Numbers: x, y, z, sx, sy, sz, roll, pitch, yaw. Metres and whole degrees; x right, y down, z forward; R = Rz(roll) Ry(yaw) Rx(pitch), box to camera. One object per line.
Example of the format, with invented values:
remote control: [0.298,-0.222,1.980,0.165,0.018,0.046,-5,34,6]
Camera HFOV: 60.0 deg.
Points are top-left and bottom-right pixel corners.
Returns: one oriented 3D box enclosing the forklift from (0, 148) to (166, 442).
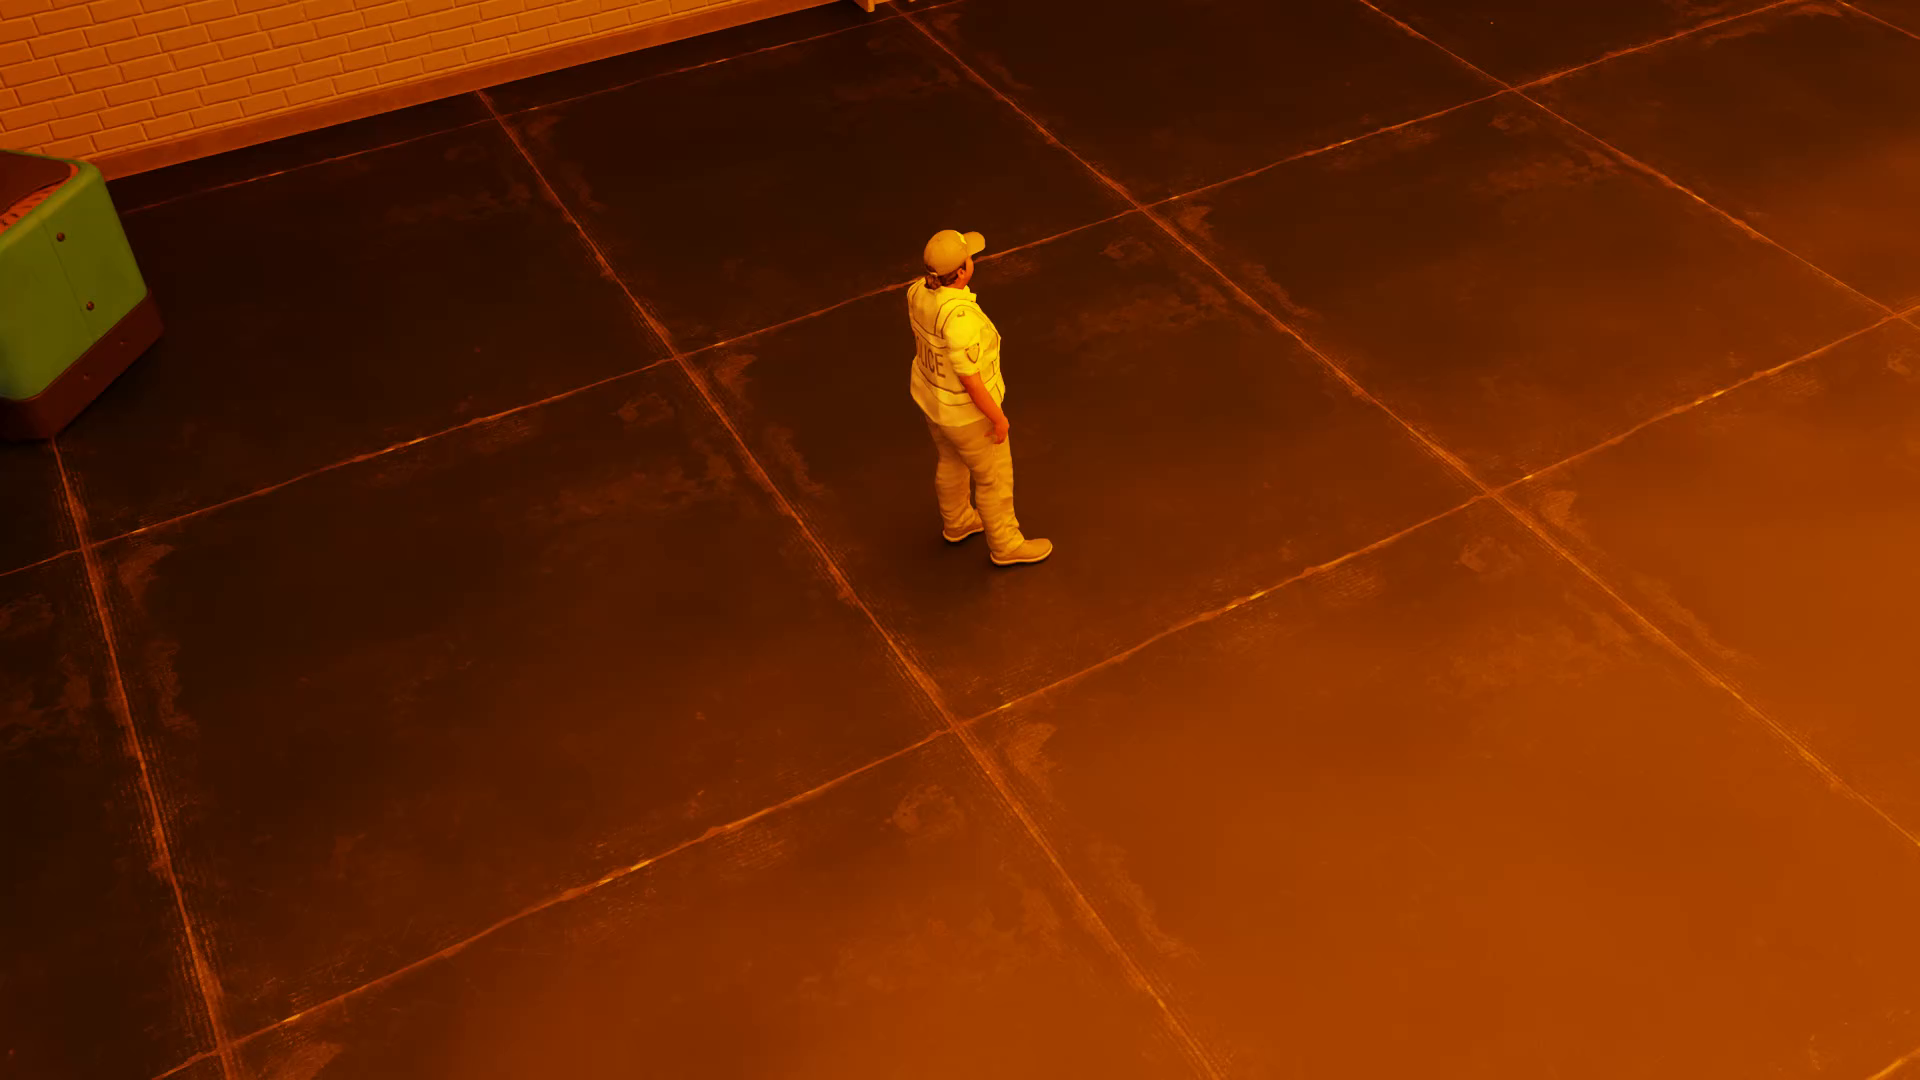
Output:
forklift: [-5.858,-2.118,7.982,3.031,2.935,1.130,10,44,11]

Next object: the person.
person: [0.078,-0.629,7.294,0.529,1.670,0.598,-21,47,-21]
